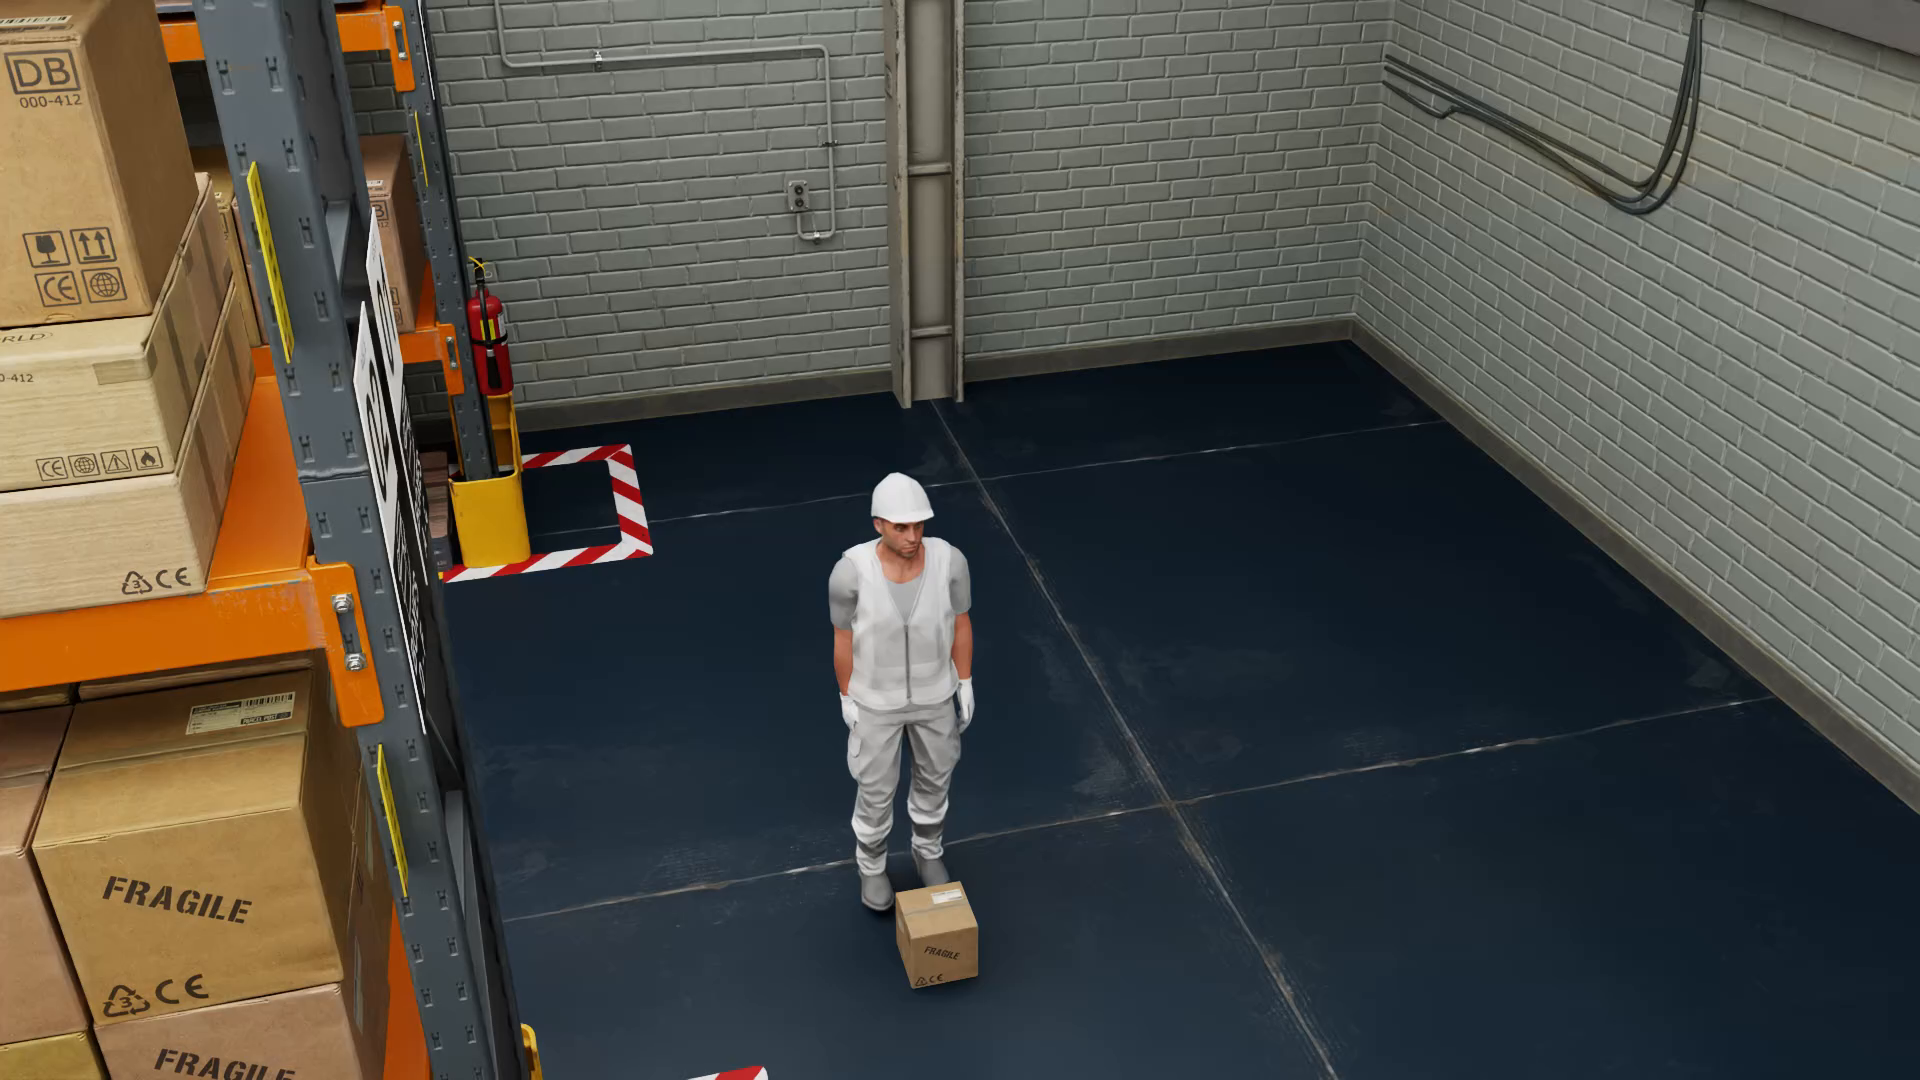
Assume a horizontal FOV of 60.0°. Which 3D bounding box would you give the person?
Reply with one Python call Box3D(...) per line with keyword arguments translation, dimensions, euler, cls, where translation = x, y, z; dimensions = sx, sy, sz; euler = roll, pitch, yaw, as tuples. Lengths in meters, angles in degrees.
Box3D(translation=(-0.200, 0.583, 6.124), dimensions=(0.524, 1.810, 0.362), euler=(-7, 31, -12), cls="person")
